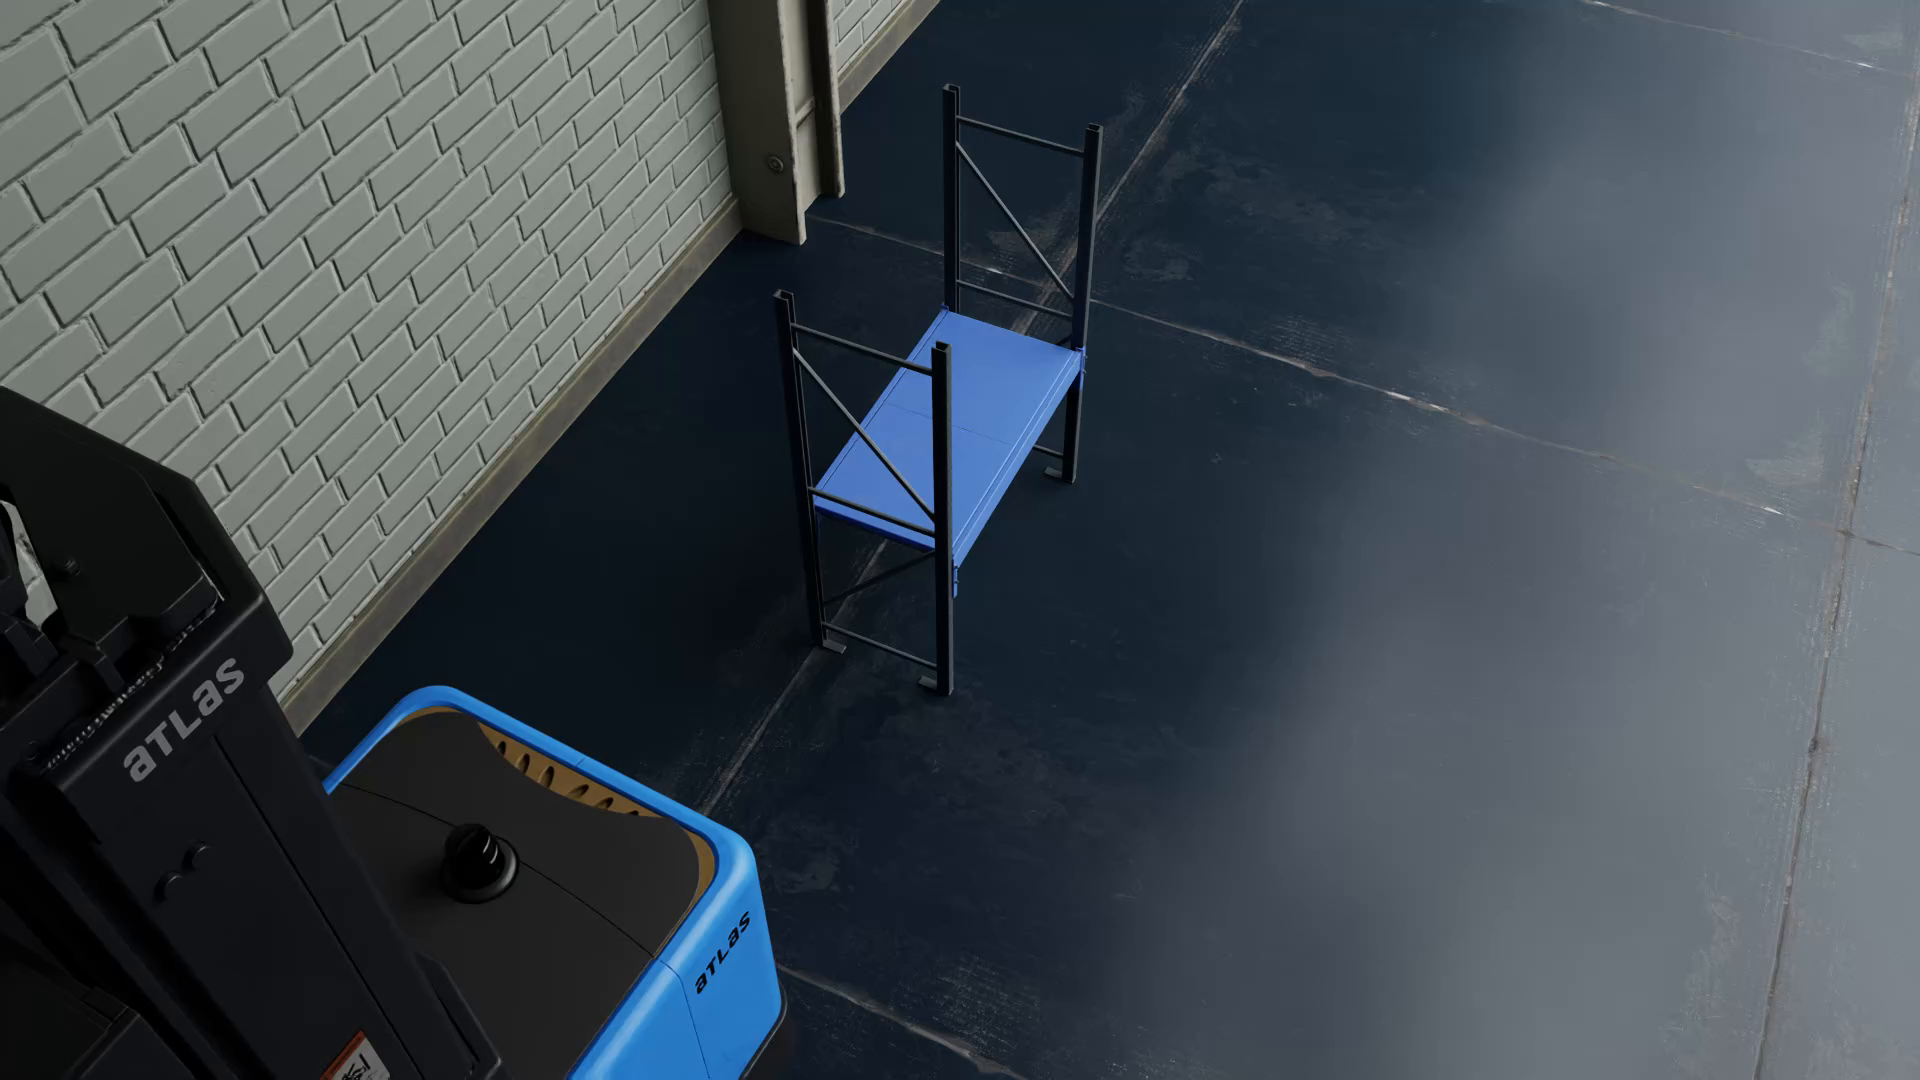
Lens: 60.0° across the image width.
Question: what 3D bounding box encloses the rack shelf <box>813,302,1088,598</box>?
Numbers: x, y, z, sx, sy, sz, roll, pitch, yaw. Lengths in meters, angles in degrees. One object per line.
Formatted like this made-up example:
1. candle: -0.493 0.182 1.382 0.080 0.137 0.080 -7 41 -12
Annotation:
1. rack shelf: -0.036 -0.311 5.266 0.538 0.185 1.000 20 52 16

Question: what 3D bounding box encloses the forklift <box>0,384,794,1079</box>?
1. forklift: -1.607 1.238 2.772 1.130 2.935 3.031 23 53 18

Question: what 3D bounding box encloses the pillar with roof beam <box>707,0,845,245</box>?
1. pillar with roof beam: 3.188 -2.900 2.309 9.100 9.000 0.400 20 52 16

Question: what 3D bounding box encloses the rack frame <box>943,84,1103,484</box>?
1. rack frame: 0.181 -0.777 5.427 0.500 1.500 0.032 20 52 16

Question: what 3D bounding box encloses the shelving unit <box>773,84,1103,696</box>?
1. shelving unit: -0.036 -0.427 5.129 0.538 1.500 1.048 20 52 16

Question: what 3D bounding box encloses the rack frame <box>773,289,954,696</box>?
1. rack frame: -0.254 -0.077 4.831 0.500 1.500 0.032 20 52 16
